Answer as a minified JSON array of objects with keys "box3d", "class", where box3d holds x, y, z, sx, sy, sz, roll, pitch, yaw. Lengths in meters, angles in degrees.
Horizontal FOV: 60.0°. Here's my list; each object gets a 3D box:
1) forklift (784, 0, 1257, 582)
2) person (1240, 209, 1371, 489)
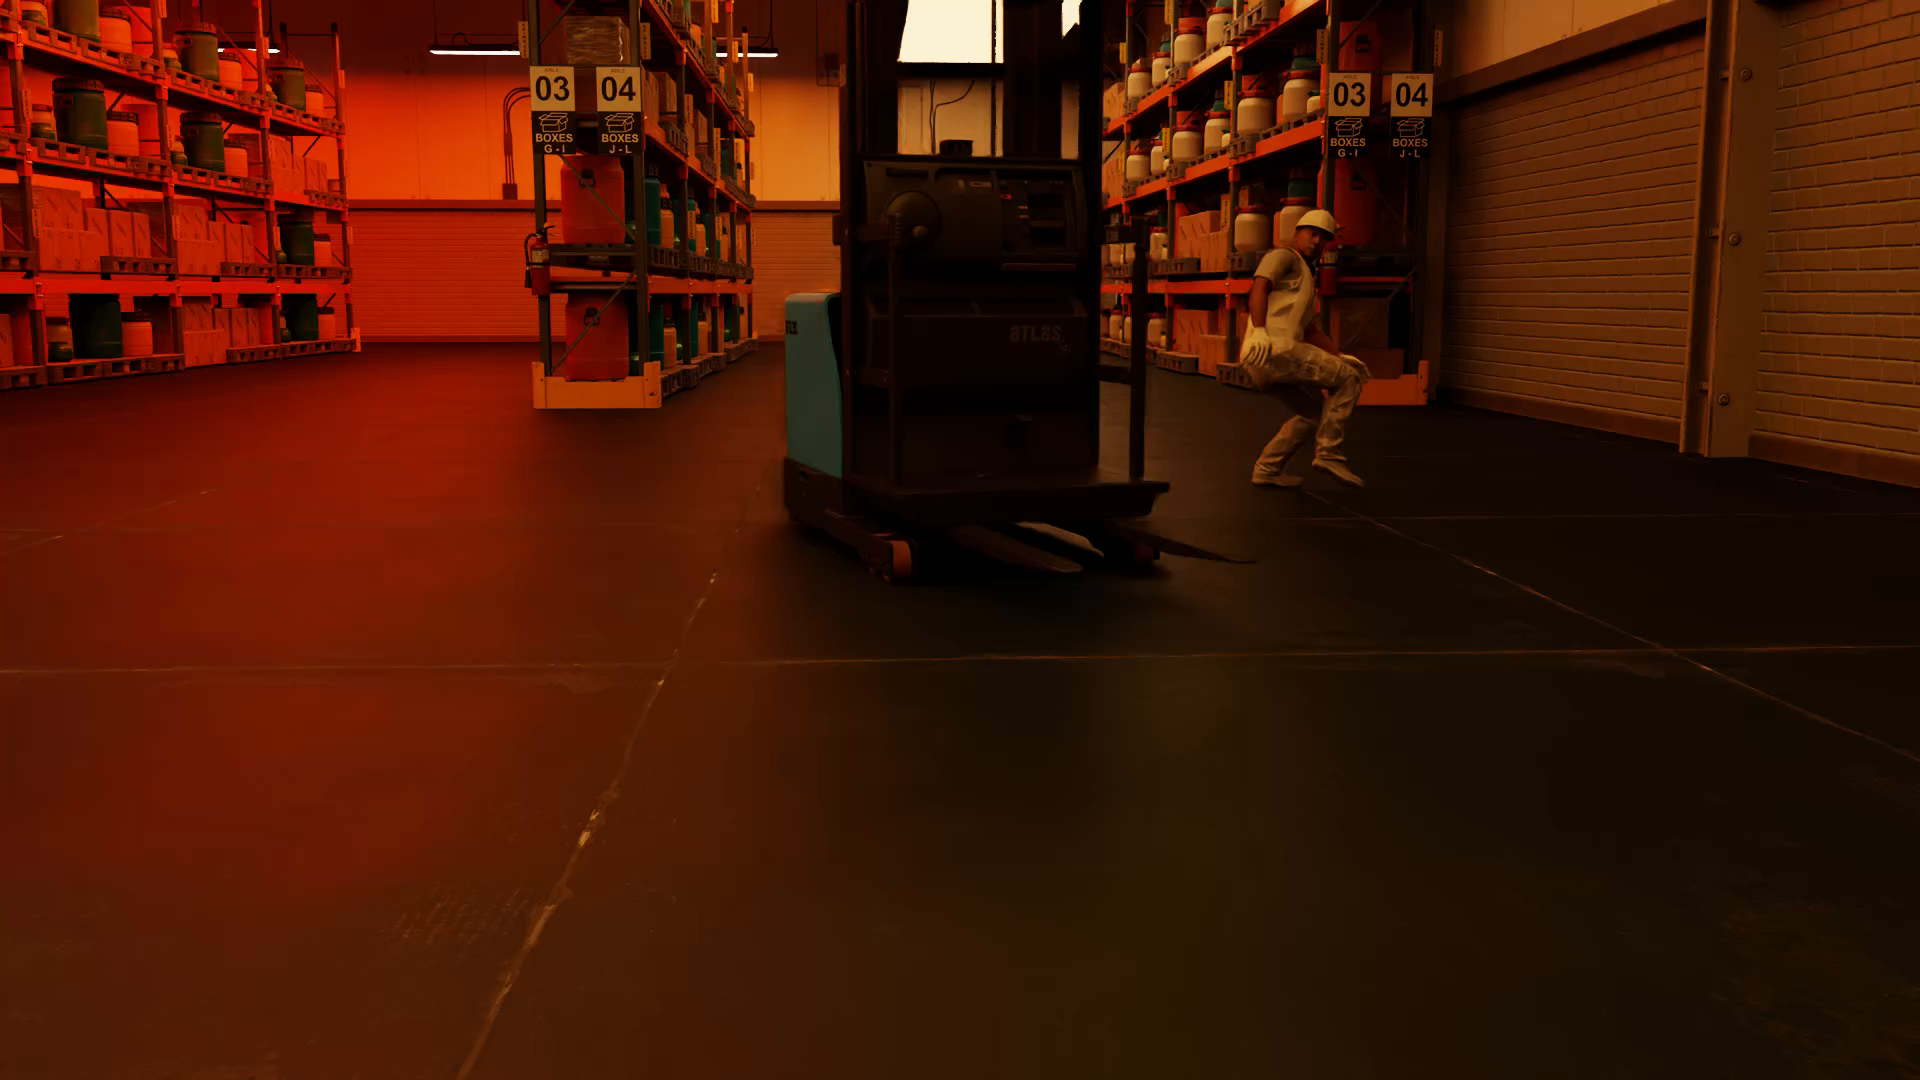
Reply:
[{"box3d":[0.140,-1.356,6.465,1.130,2.935,3.031,-3,9,-19],"class":"forklift"},{"box3d":[1.898,-1.023,9.069,0.747,1.547,0.810,1,8,6],"class":"person"}]
